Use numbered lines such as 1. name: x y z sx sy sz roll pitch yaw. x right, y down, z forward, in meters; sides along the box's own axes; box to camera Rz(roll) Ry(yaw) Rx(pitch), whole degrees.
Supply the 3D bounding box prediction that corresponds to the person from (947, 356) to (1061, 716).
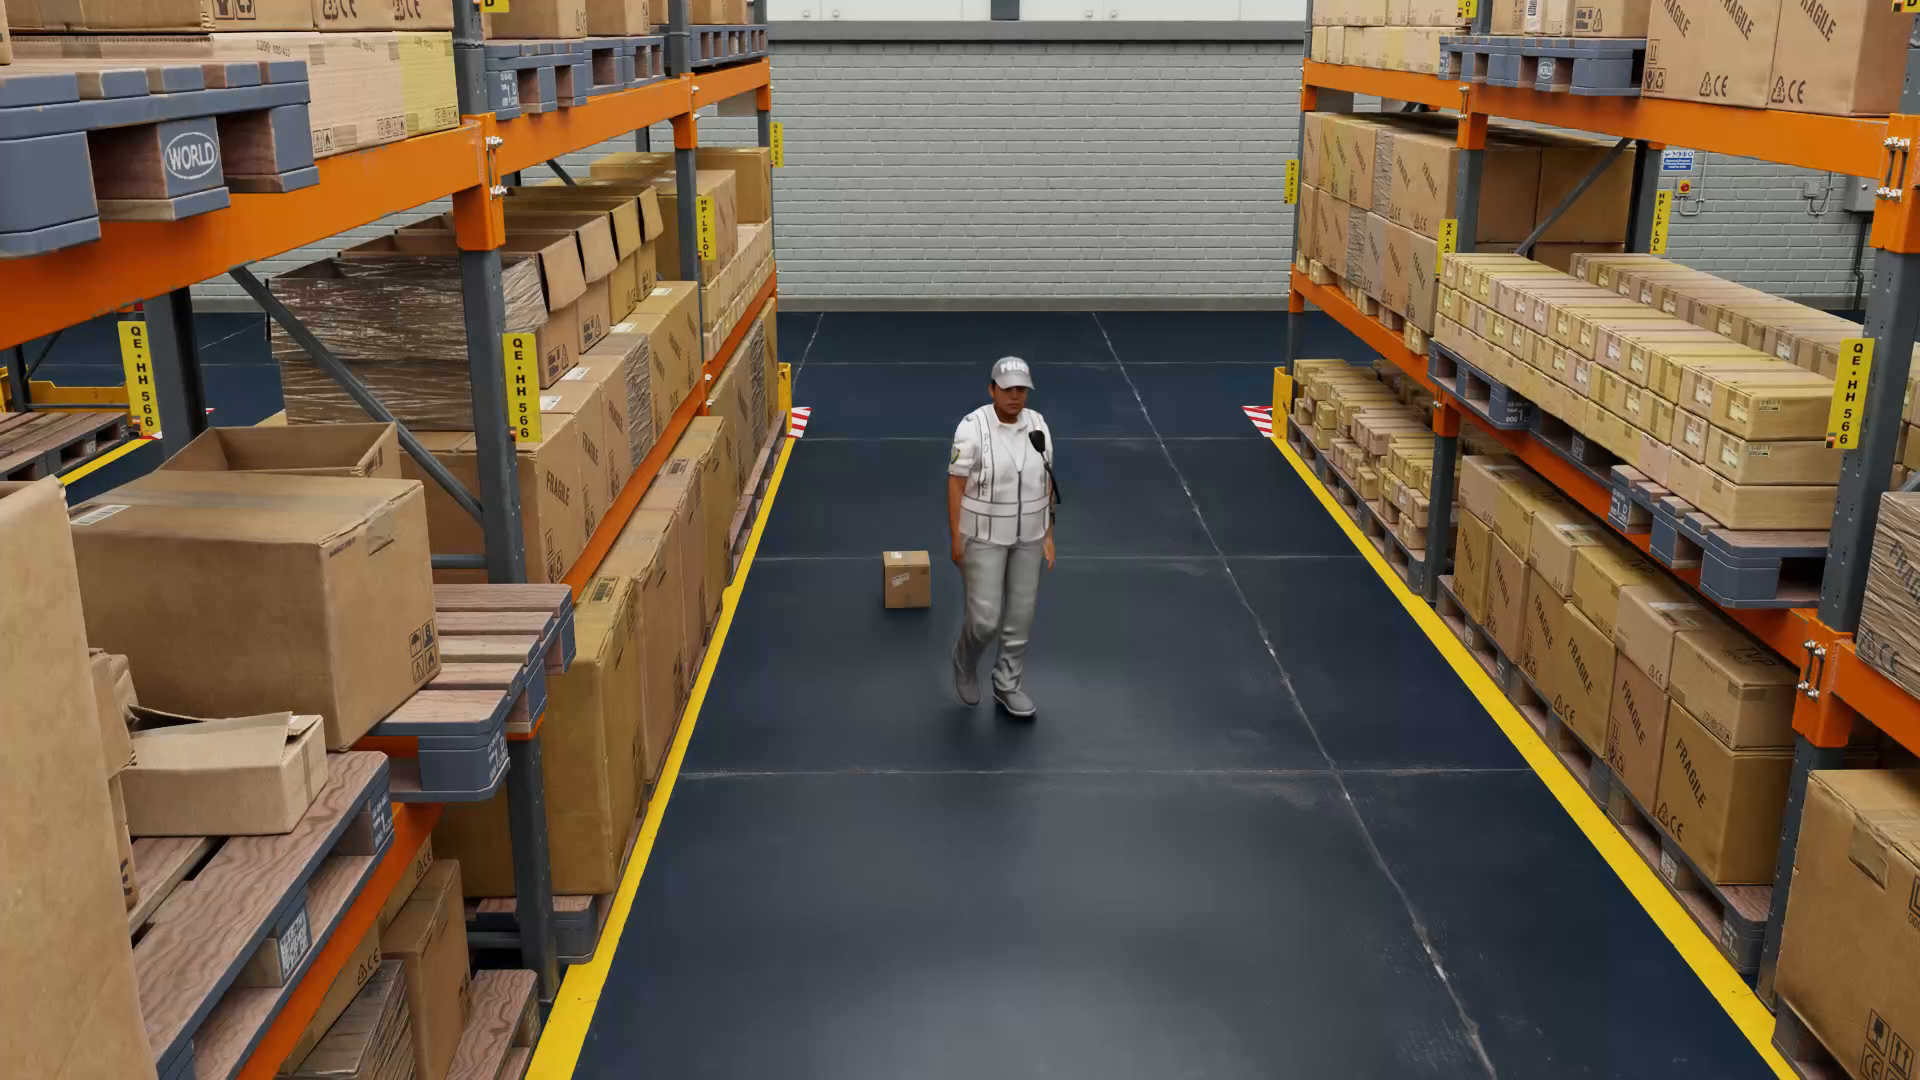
1. person: 0.189 -0.011 7.504 0.485 1.661 0.463 -7 19 -22
